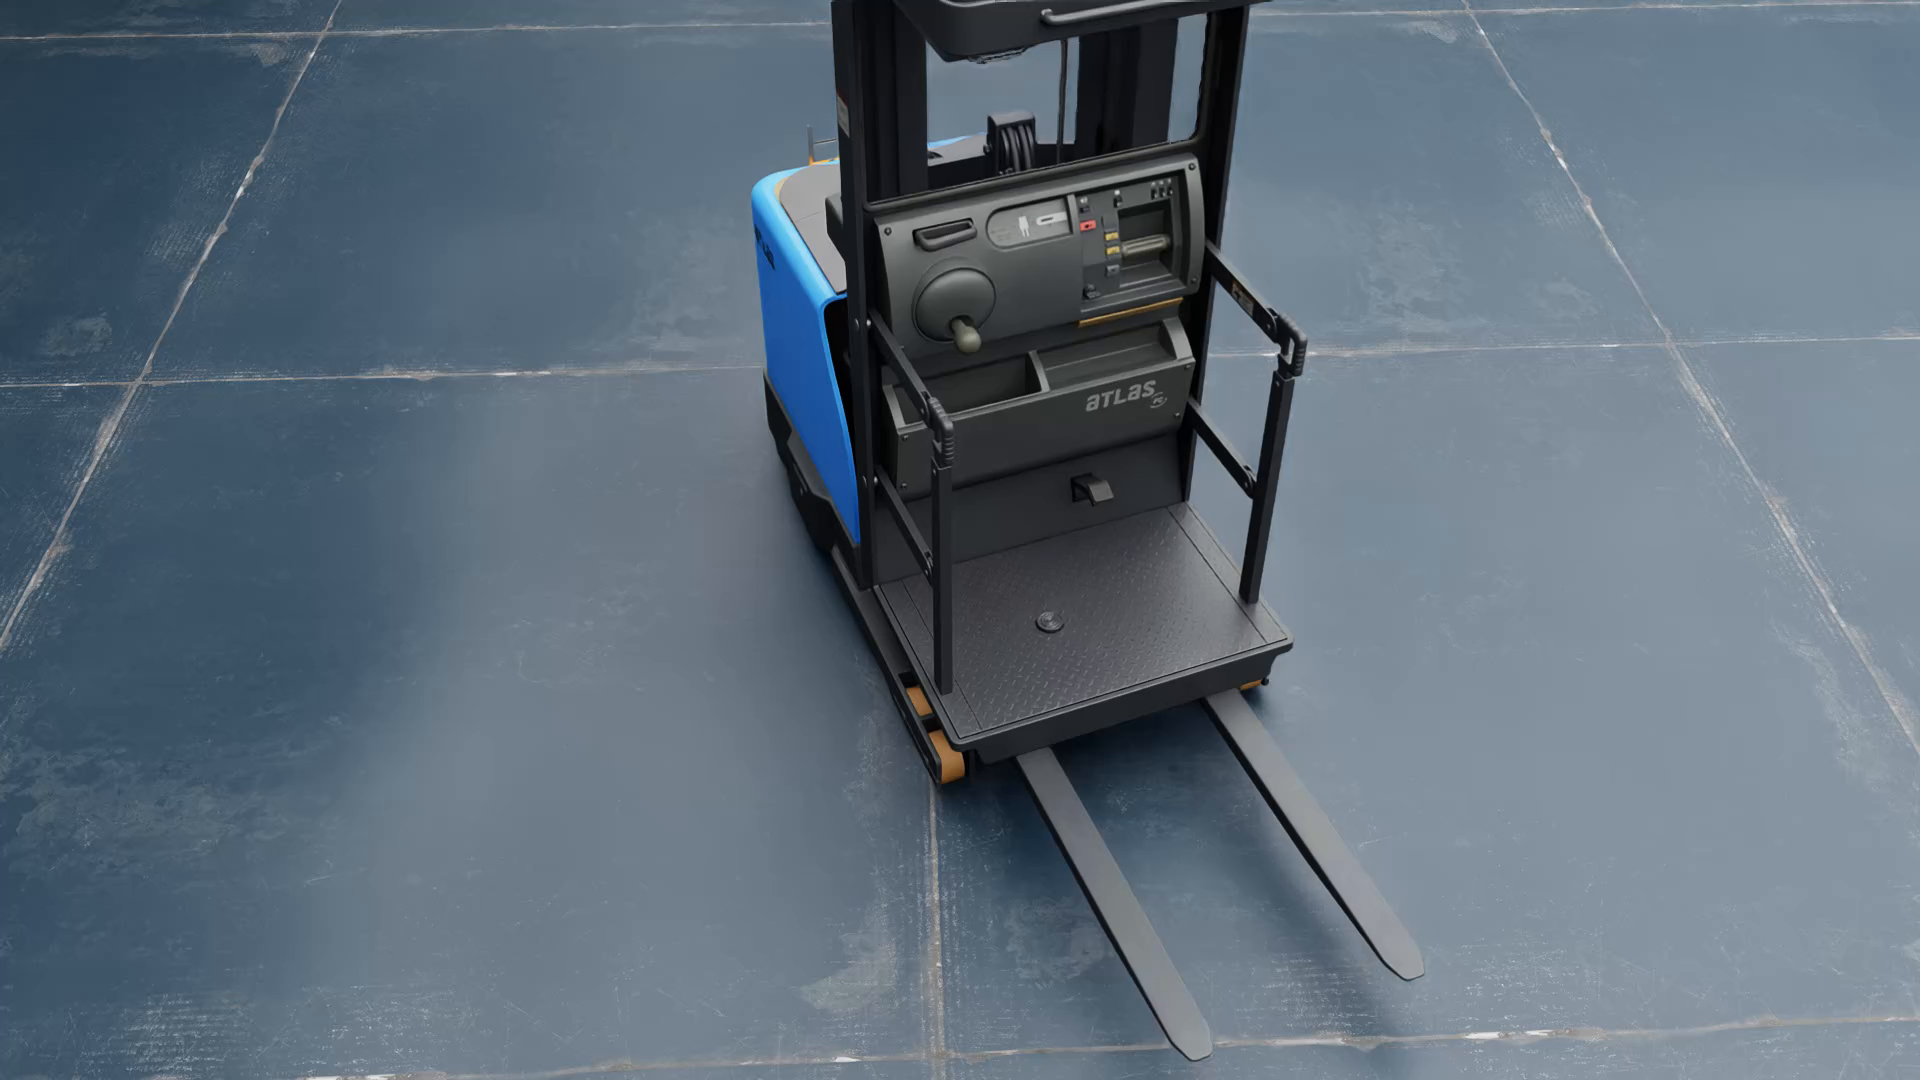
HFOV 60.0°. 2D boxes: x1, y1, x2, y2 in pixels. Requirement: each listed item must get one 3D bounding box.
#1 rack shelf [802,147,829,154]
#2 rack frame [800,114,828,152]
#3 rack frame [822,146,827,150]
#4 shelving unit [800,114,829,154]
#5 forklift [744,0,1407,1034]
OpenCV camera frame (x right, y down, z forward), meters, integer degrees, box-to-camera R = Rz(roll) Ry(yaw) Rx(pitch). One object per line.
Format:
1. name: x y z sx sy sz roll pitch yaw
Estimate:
1. rack shelf: -0.421 -1.249 5.931 0.215 0.259 0.240 -15 45 -16
2. rack frame: -0.466 -1.124 6.199 0.200 1.050 0.008 -15 45 -16
3. rack frame: -0.376 -0.971 6.032 0.200 1.050 0.008 -15 45 -16
4. shelving unit: -0.421 -1.048 6.116 0.215 1.050 0.252 -15 45 -16
5. forklift: 0.282 -0.734 4.381 1.130 2.935 3.031 -15 45 -16
